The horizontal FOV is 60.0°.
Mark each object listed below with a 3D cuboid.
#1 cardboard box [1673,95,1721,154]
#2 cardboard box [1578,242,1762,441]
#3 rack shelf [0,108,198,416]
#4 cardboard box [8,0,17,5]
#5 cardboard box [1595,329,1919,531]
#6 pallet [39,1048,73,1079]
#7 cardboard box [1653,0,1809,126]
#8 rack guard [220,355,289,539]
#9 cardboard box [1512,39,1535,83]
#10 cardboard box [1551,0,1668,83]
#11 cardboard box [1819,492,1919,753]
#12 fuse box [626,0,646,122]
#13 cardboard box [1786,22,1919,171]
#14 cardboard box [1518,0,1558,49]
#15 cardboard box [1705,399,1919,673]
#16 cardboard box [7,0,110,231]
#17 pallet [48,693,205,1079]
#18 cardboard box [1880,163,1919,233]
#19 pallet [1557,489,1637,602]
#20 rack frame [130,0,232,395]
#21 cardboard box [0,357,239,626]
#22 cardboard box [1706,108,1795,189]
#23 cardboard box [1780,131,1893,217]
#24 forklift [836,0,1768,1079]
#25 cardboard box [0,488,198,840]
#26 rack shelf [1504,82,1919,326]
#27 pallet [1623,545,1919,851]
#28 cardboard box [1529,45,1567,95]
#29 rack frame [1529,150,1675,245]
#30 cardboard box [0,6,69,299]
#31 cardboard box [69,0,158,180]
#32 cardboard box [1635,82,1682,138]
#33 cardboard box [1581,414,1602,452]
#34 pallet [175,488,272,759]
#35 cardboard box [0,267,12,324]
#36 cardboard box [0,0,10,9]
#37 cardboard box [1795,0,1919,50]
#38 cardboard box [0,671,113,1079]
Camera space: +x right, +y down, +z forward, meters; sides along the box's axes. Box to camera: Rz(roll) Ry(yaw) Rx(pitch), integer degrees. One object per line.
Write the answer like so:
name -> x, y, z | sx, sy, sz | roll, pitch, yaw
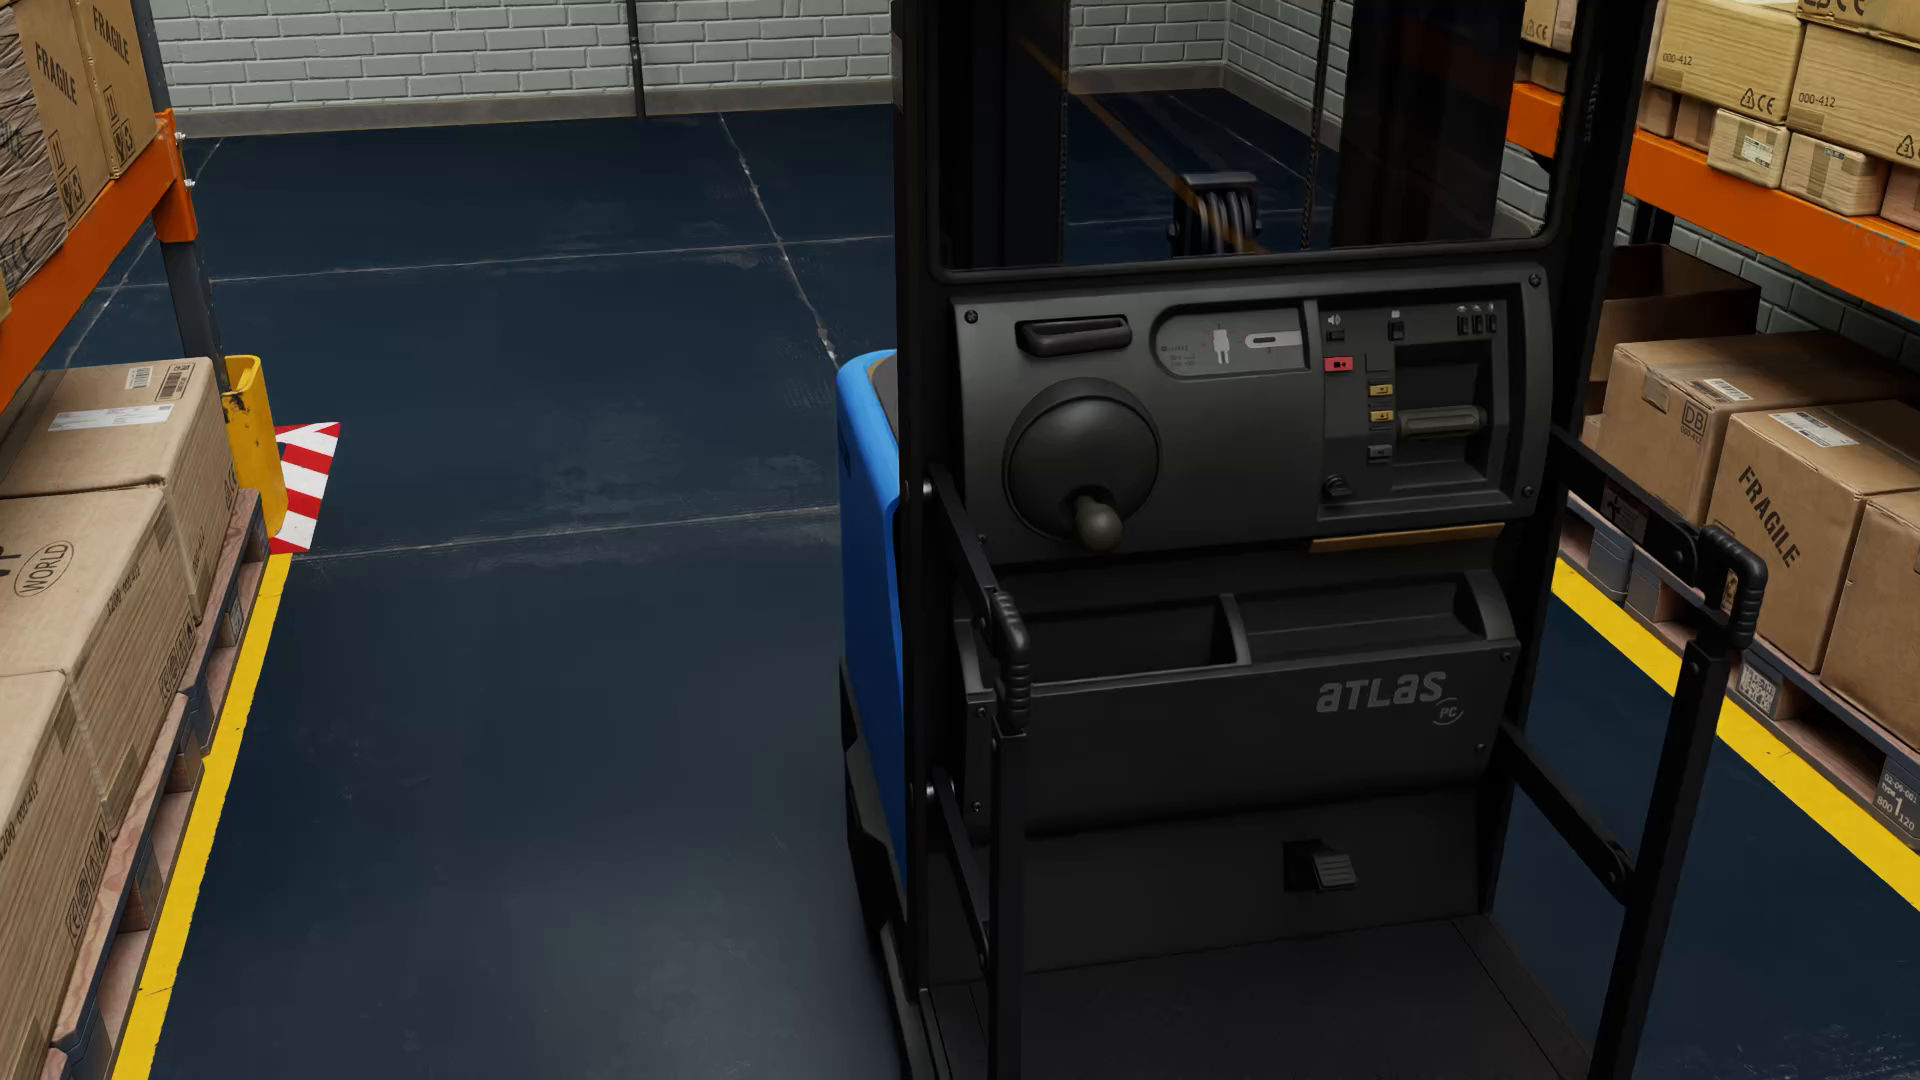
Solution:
cardboard box -> 2.142, -1.113, 4.406 | 0.380, 0.149, 0.250 | -6, 27, -11
cardboard box -> 2.123, -0.645, 5.503 | 0.797, 0.503, 0.637 | -7, 28, -14
rack shelf -> -2.307, -0.145, 3.007 | 1.077, 0.370, 4.000 | -6, 27, -12
cardboard box -> -2.271, -1.421, 3.516 | 0.500, 0.500, 0.500 | -6, 27, -11
cardboard box -> 2.278, -0.264, 4.752 | 0.700, 0.500, 0.500 | -5, 27, -9
pallet -> -1.951, 1.315, 2.410 | 1.003, 0.211, 1.213 | -6, 27, -12
cardboard box -> 2.149, -1.246, 4.225 | 0.500, 0.250, 0.500 | -6, 27, -13
rack guard -> -2.763, -0.239, 5.168 | 1.175, 0.500, 0.348 | -6, 27, -12
cardboard box -> 1.884, -1.565, 5.301 | 0.380, 0.149, 0.250 | -6, 27, -12
cardboard box -> 2.031, -1.468, 4.665 | 0.500, 0.250, 0.500 | -6, 27, -11
cardboard box -> 2.512, 0.192, 3.849 | 0.700, 0.500, 0.500 | -7, 28, -14
fuse box -> -1.972, -3.391, 10.070 | 0.539, 1.711, 0.414 | -6, 27, -12
cardboard box -> 2.285, -1.023, 3.785 | 0.500, 0.250, 0.500 | -7, 28, -13
cardboard box -> 1.917, -1.689, 5.104 | 0.500, 0.250, 0.500 | -6, 27, -11
cardboard box -> 2.299, -0.022, 4.272 | 0.500, 0.500, 0.500 | -5, 27, -11
cardboard box -> -2.293, -0.982, 3.756 | 0.500, 0.500, 0.500 | -7, 28, -13
pallet -> -2.230, 0.778, 3.474 | 1.003, 0.211, 1.213 | -6, 27, -12
cardboard box -> 2.331, -0.775, 3.736 | 0.380, 0.149, 0.250 | -6, 27, -12
pallet -> 2.275, -0.221, 5.455 | 1.003, 0.211, 1.213 | -6, 27, -12
rack frame -> -2.758, -1.344, 4.584 | 1.000, 3.000, 0.127 | -6, 27, -12
cardboard box -> -2.511, -0.108, 4.513 | 0.875, 0.438, 0.875 | -7, 28, -13
cardboard box -> 2.126, -0.995, 4.171 | 0.380, 0.149, 0.250 | -7, 28, -13
cardboard box -> 2.205, -0.881, 3.946 | 0.380, 0.149, 0.250 | -5, 27, -10
forklift -> 0.496, -0.161, 2.317 | 1.130, 2.935, 3.031 | -5, 27, -10
cardboard box -> -2.297, 0.293, 3.718 | 0.875, 0.438, 0.875 | -5, 27, -10
rack shelf -> 2.528, -0.651, 4.008 | 1.077, 0.370, 4.000 | -6, 27, -12
pallet -> 2.547, 0.313, 4.396 | 1.003, 0.211, 1.213 | -6, 27, -12
cardboard box -> 1.987, -1.458, 5.089 | 0.380, 0.149, 0.250 | -5, 27, -10
rack frame -> 2.077, -1.850, 5.586 | 1.000, 3.000, 0.127 | -6, 27, -12
cardboard box -> -2.167, -0.757, 3.310 | 0.500, 0.500, 0.500 | -5, 27, -10
cardboard box -> -2.391, -1.204, 4.195 | 0.500, 0.500, 0.500 | -6, 27, -11
cardboard box -> 2.077, -1.229, 4.636 | 0.380, 0.149, 0.250 | -5, 27, -10
cardboard box -> 2.181, -0.296, 5.205 | 0.380, 0.149, 0.250 | -7, 28, -14
pallet -> -2.501, 0.244, 4.533 | 1.003, 0.211, 1.213 | -6, 27, -12
cardboard box -> -2.038, -0.532, 2.864 | 0.500, 0.500, 0.500 | -5, 27, -10
cardboard box -> -2.162, -1.204, 3.085 | 0.500, 0.500, 0.500 | -6, 27, -12
cardboard box -> 2.256, -1.365, 3.630 | 0.500, 0.500, 0.500 | -5, 27, -10
cardboard box -> -2.095, 0.689, 2.934 | 0.875, 0.438, 0.875 | -7, 28, -13
